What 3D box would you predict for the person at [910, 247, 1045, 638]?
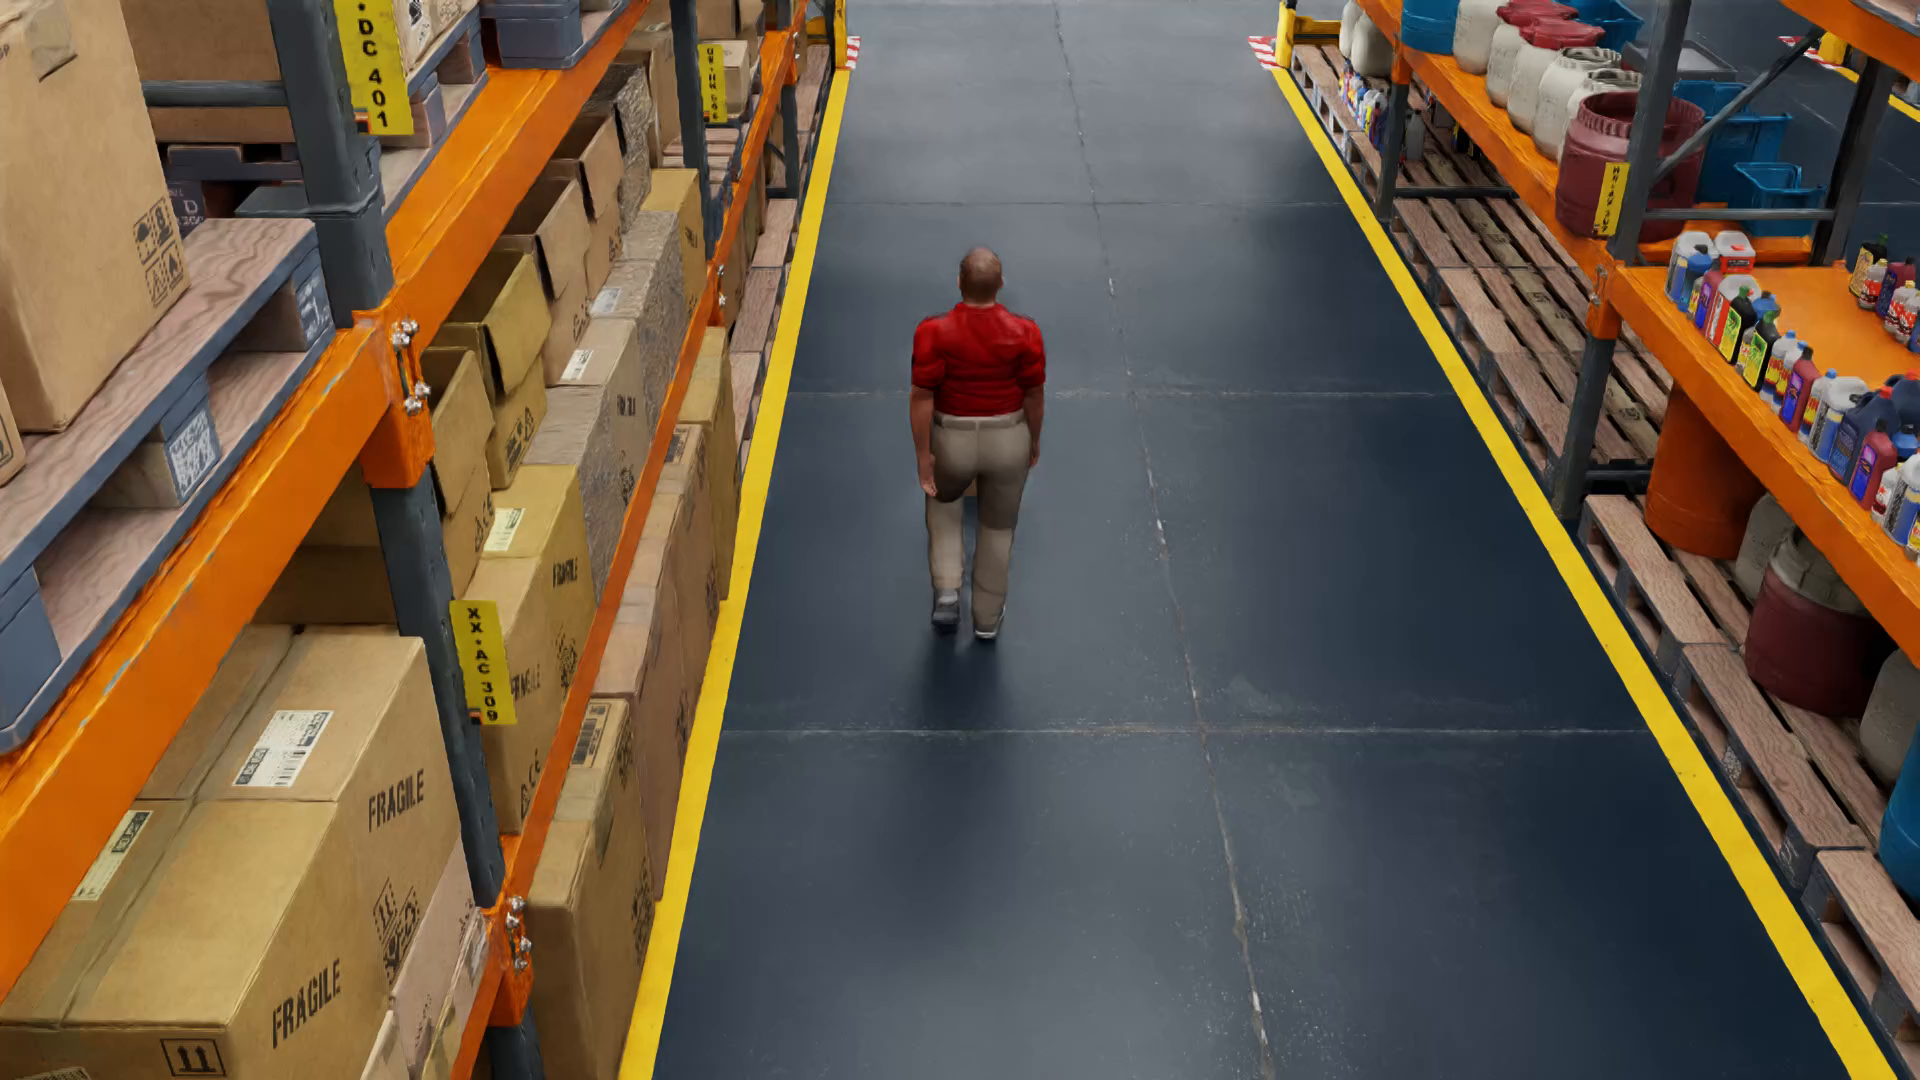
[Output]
[{"bbox_3d":[0.075,-0.387,6.775,0.531,1.743,0.465,2,31,3],"label":"person"}]
